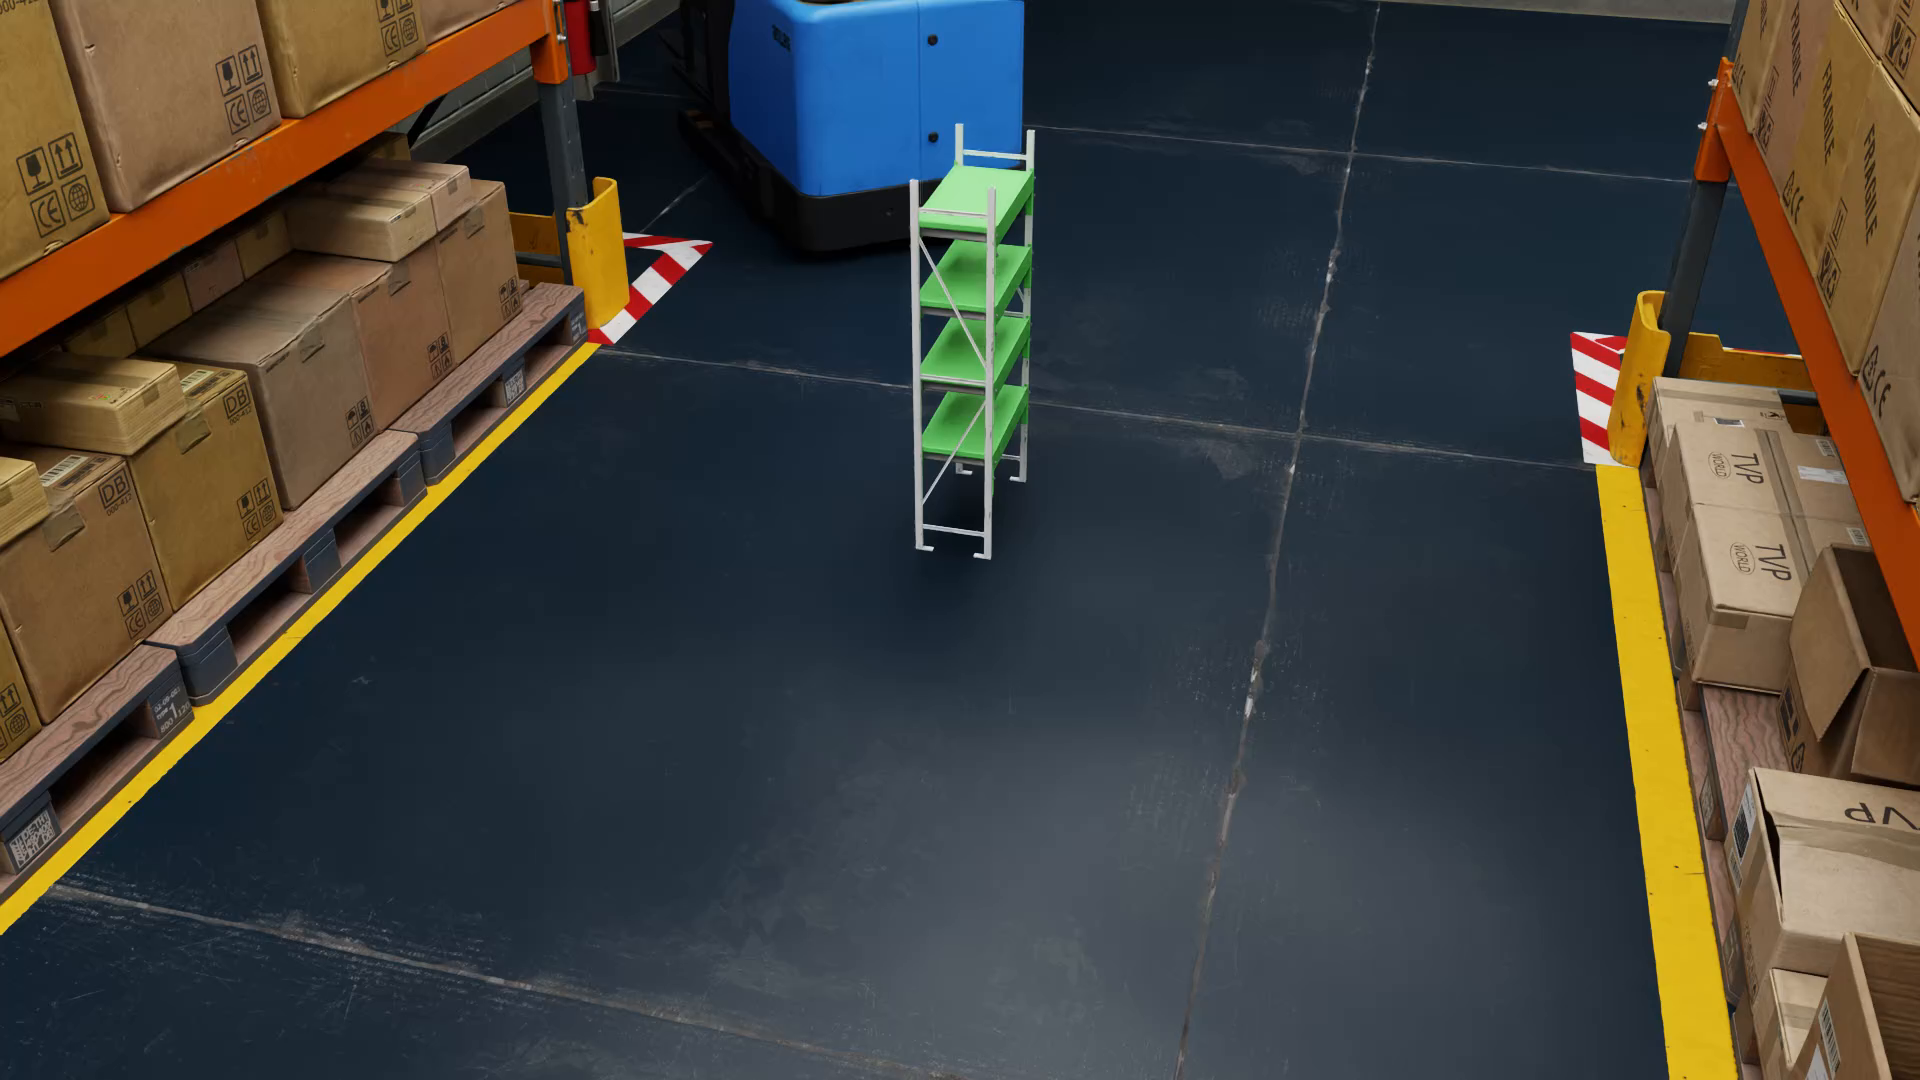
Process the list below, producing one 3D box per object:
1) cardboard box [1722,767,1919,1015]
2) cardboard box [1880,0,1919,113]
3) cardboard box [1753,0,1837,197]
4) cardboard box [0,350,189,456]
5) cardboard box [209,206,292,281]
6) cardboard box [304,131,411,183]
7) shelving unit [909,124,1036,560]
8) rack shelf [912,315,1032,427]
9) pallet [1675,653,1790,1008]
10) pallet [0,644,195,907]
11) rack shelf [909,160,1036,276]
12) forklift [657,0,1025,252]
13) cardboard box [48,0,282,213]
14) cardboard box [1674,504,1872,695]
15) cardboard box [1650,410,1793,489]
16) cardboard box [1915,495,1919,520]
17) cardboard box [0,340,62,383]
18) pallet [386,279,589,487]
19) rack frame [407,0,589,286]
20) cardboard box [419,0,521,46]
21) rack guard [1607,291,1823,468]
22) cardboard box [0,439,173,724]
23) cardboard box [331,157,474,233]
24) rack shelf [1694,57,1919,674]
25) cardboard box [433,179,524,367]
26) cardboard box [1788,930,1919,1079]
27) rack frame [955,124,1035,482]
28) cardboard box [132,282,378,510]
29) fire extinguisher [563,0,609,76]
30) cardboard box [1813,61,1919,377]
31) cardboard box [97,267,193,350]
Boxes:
[{"bbox_3d":[1.891,0.731,3.401,0.500,0.311,0.500,8,33,12],"label":"cardboard box"},{"bbox_3d":[2.093,-1.045,3.073,0.500,0.500,0.500,8,33,12],"label":"cardboard box"},{"bbox_3d":[2.352,-1.150,4.170,0.500,0.500,0.500,8,33,12],"label":"cardboard box"},{"bbox_3d":[-2.277,-0.361,4.356,0.380,0.149,0.250,7,33,11],"label":"cardboard box"},{"bbox_3d":[-2.381,-0.962,5.300,0.380,0.149,0.250,8,33,13],"label":"cardboard box"},{"bbox_3d":[-2.189,-1.354,5.918,0.380,0.149,0.250,8,33,13],"label":"cardboard box"},{"bbox_3d":[0.042,-0.592,5.063,0.258,1.200,0.503,8,33,12],"label":"shelving unit"},{"bbox_3d":[0.042,-0.538,5.097,0.258,0.148,0.480,8,33,12],"label":"rack shelf"},{"bbox_3d":[2.313,0.691,3.967,1.003,0.211,1.213,8,33,12],"label":"pallet"},{"bbox_3d":[-2.693,0.626,4.069,1.003,0.211,1.213,8,33,12],"label":"pallet"},{"bbox_3d":[0.042,-0.943,4.840,0.258,0.148,0.480,8,33,12],"label":"rack shelf"},{"bbox_3d":[-0.775,-3.234,7.604,1.130,2.935,3.031,-13,35,-20],"label":"forklift"},{"bbox_3d":[-2.443,-1.330,4.267,0.980,0.700,0.700,6,33,10],"label":"cardboard box"},{"bbox_3d":[2.180,0.167,4.345,0.500,0.250,0.500,8,33,12],"label":"cardboard box"},{"bbox_3d":[2.344,-0.260,5.094,0.380,0.166,0.250,8,33,12],"label":"cardboard box"},{"bbox_3d":[1.839,-0.099,2.517,0.500,0.500,0.500,9,34,14],"label":"cardboard box"},{"bbox_3d":[-2.639,-0.431,4.466,0.380,0.149,0.250,8,33,13],"label":"cardboard box"},{"bbox_3d":[-2.074,-0.641,6.061,1.003,0.211,1.213,8,33,12],"label":"pallet"},{"bbox_3d":[-1.947,-2.243,5.982,1.000,3.000,0.127,8,33,12],"label":"rack frame"},{"bbox_3d":[-2.067,-2.104,5.483,0.980,0.700,0.700,10,34,15],"label":"cardboard box"},{"bbox_3d":[2.826,-0.476,5.533,1.175,0.500,0.348,8,33,12],"label":"rack guard"},{"bbox_3d":[-2.542,0.076,4.273,0.700,0.500,0.500,8,33,12],"label":"cardboard box"},{"bbox_3d":[-1.884,-1.171,5.630,0.380,0.149,0.250,8,33,12],"label":"cardboard box"},{"bbox_3d":[2.338,-0.229,3.485,1.077,0.370,4.000,8,33,12],"label":"rack shelf"},{"bbox_3d":[-2.028,-0.988,5.947,0.700,0.500,0.500,8,33,12],"label":"cardboard box"},{"bbox_3d":[1.701,1.040,2.738,0.500,0.500,0.500,8,33,12],"label":"cardboard box"},{"bbox_3d":[0.104,-0.719,5.262,0.240,1.200,0.015,8,33,12],"label":"rack frame"},{"bbox_3d":[-2.282,-0.468,5.128,0.700,0.500,0.500,7,33,11],"label":"cardboard box"},{"bbox_3d":[-1.462,-2.068,6.127,0.296,0.674,0.183,8,33,12],"label":"fire extinguisher"},{"bbox_3d":[2.094,-0.631,3.353,0.500,0.500,0.500,8,33,13],"label":"cardboard box"},{"bbox_3d":[-2.509,-0.696,4.883,0.380,0.149,0.250,8,33,13],"label":"cardboard box"}]
